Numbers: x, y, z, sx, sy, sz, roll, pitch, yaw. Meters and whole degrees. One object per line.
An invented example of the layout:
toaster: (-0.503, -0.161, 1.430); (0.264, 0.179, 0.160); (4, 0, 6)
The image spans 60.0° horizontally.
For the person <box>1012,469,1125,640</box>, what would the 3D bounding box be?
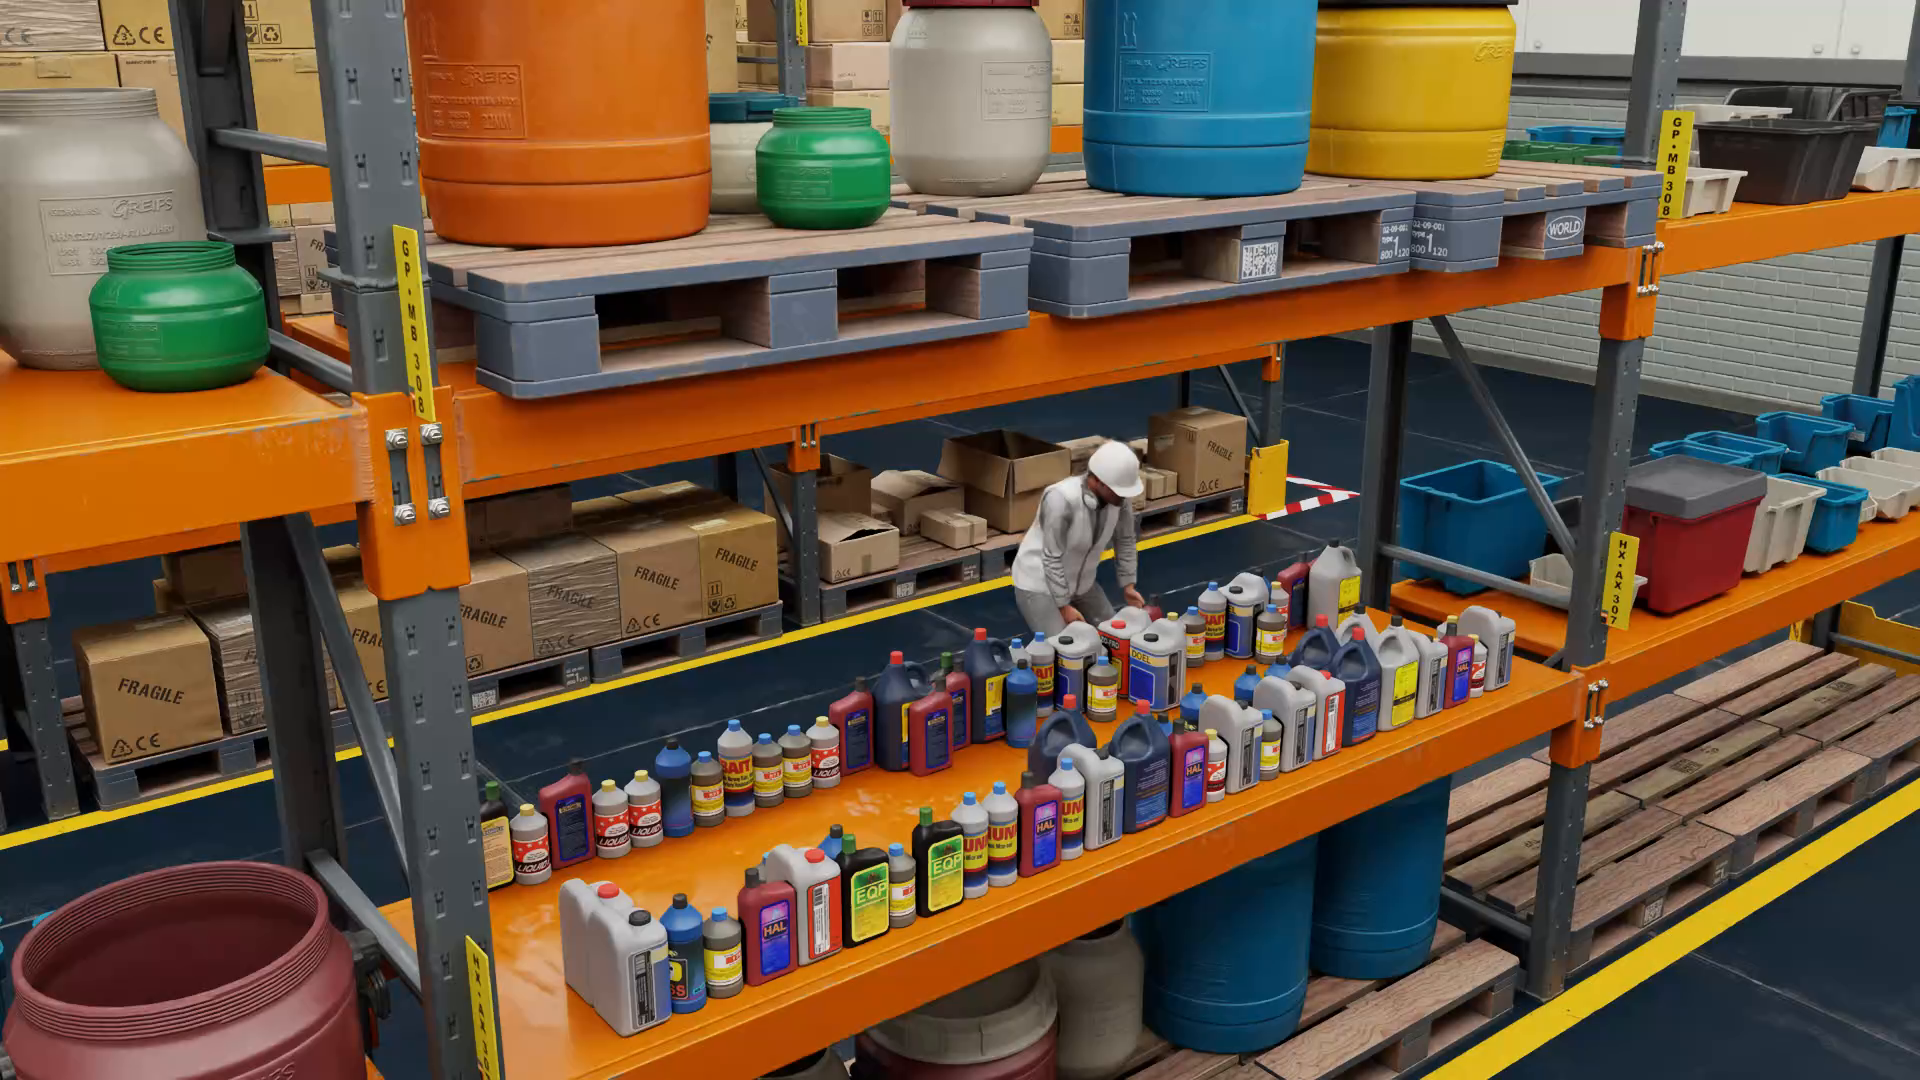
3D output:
person: (0.533, 0.271, 8.171); (0.484, 1.345, 0.524); (-13, 22, -36)
